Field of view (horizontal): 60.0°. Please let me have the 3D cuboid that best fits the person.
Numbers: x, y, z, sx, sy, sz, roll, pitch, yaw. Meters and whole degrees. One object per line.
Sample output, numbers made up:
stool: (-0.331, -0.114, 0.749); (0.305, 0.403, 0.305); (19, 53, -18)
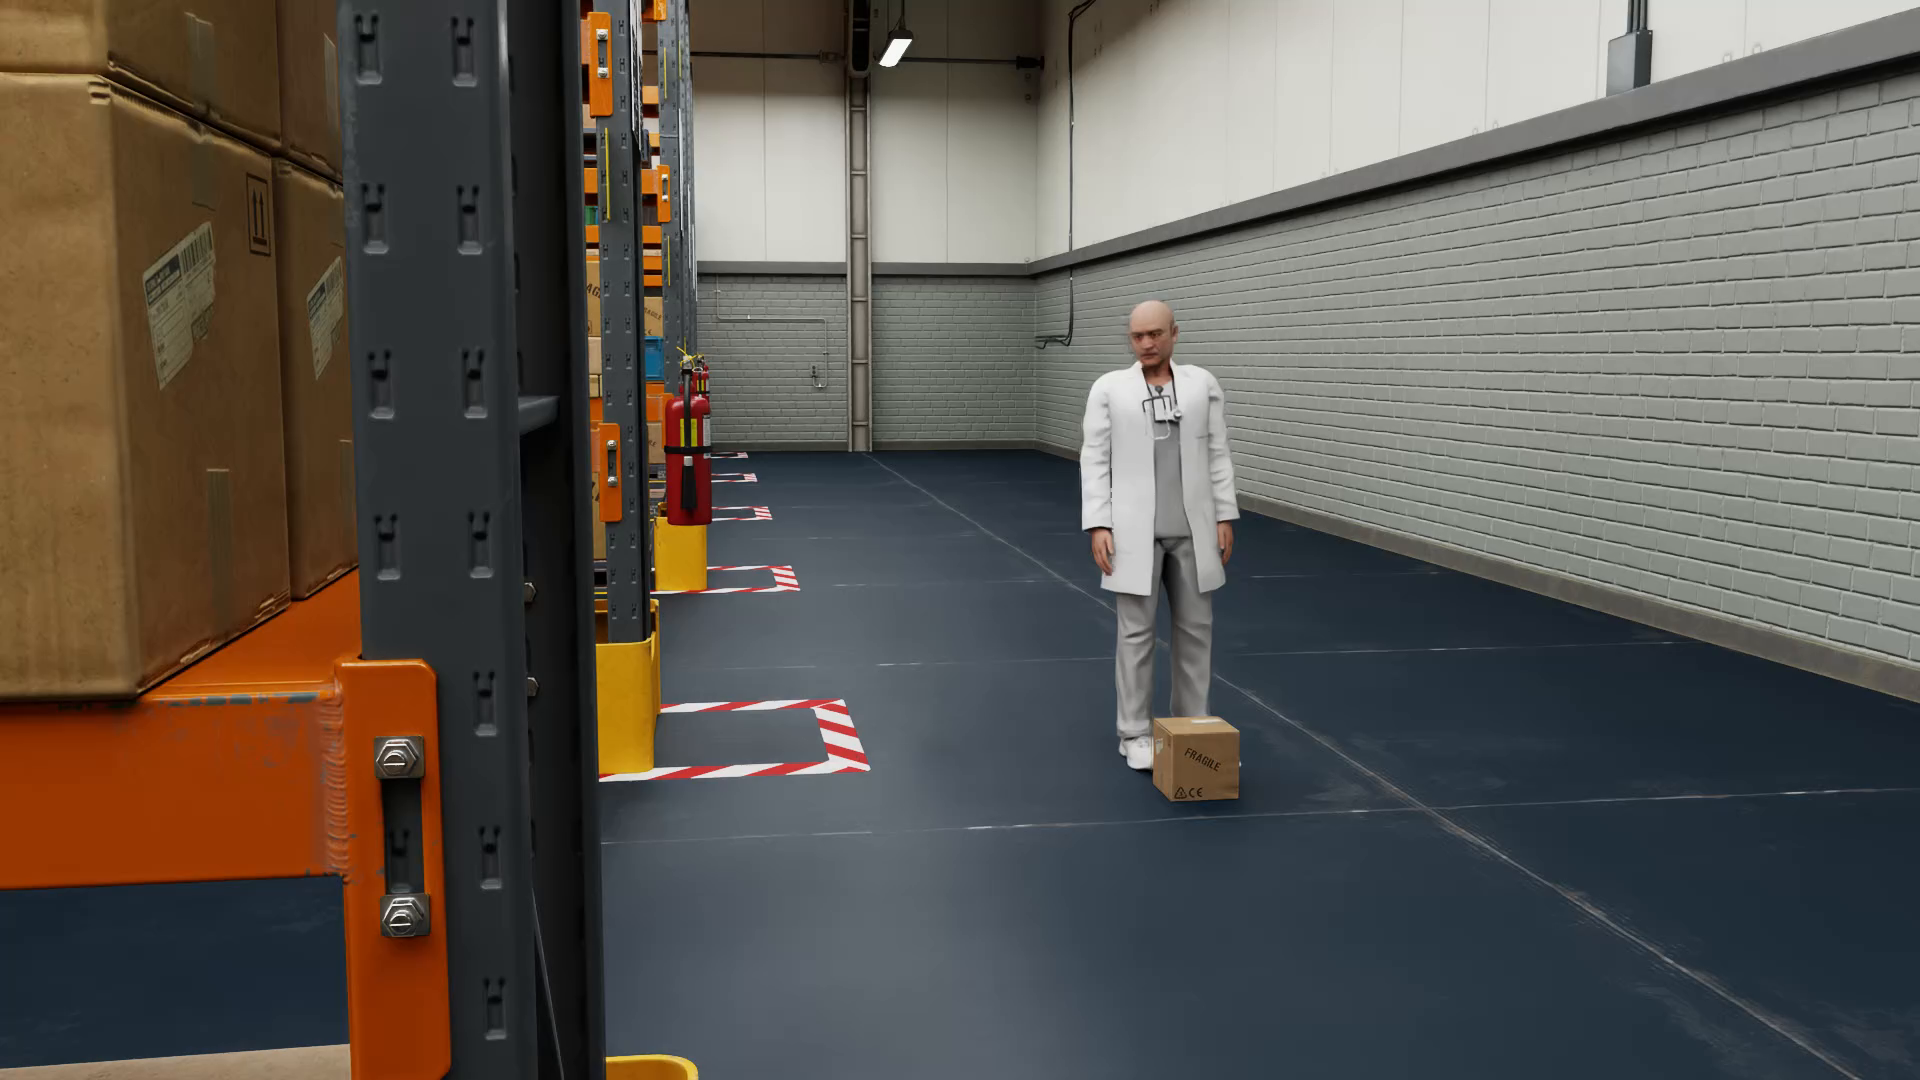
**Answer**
person: (0.787, 0.007, 6.422); (0.623, 1.796, 0.413); (-1, 6, -7)
